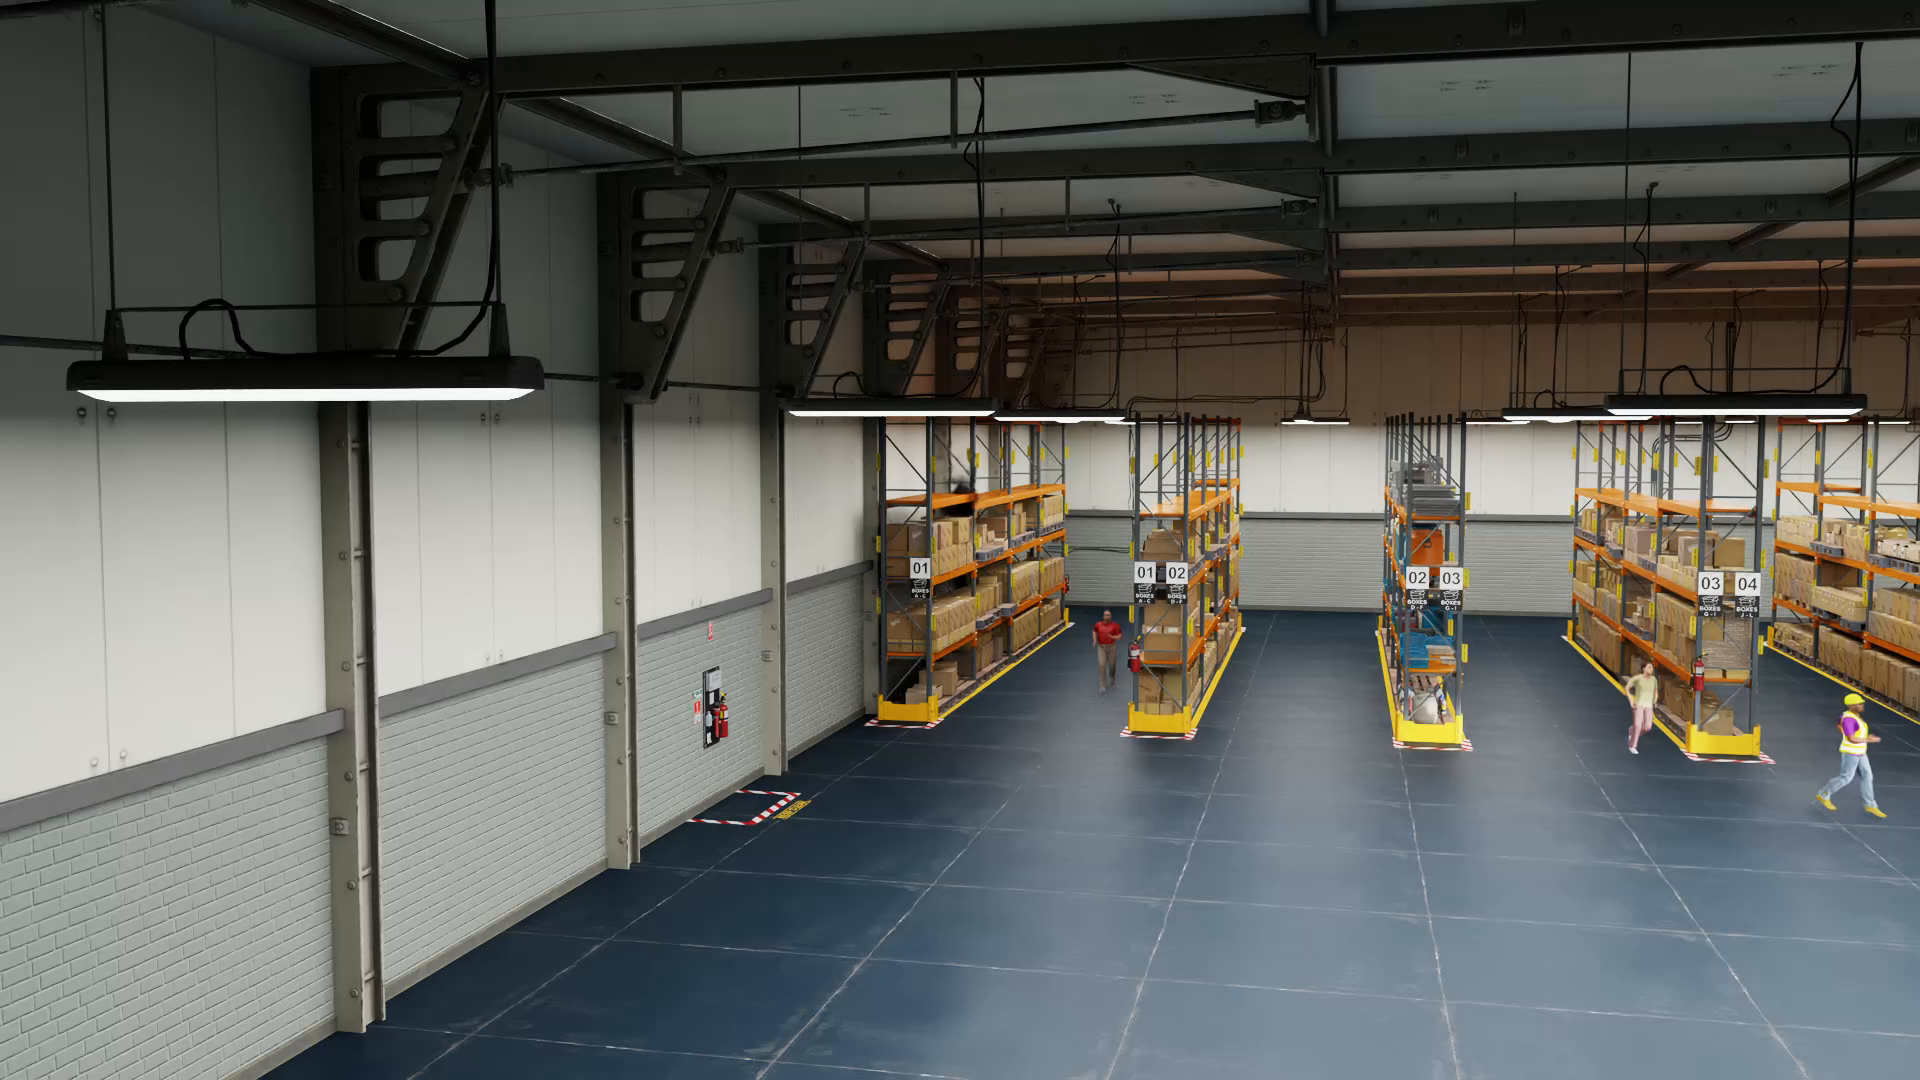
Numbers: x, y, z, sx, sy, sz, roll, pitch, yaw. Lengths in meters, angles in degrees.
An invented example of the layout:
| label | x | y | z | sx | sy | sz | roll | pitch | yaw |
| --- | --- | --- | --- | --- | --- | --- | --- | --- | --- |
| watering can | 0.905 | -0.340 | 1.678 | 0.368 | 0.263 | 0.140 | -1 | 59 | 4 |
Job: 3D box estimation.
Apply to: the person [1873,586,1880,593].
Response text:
| label | x | y | z | sx | sy | sz | roll | pitch | yaw |
| --- | --- | --- | --- | --- | --- | --- | --- | --- | --- |
| person | 23.180 | 2.031 | 42.105 | 0.607 | 1.733 | 0.796 | 0 | 4 | 7 |

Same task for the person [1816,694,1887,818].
| label | x | y | z | sx | sy | sz | roll | pitch | yaw |
| --- | --- | --- | --- | --- | --- | --- | --- | --- | --- |
| person | 13.145 | 3.158 | 24.487 | 0.928 | 1.796 | 0.689 | 3 | 5 | 41 |

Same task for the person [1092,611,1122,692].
| label | x | y | z | sx | sy | sz | roll | pitch | yaw |
| --- | --- | --- | --- | --- | --- | --- | --- | --- | --- |
| person | 3.196 | 2.393 | 36.174 | 0.662 | 1.716 | 0.953 | 1 | 4 | 8 |

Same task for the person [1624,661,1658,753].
| label | x | y | z | sx | sy | sz | roll | pitch | yaw |
| --- | --- | --- | --- | --- | --- | --- | --- | --- | --- |
| person | 12.077 | 2.939 | 29.450 | 0.619 | 1.622 | 0.562 | 0 | 4 | -2 |
